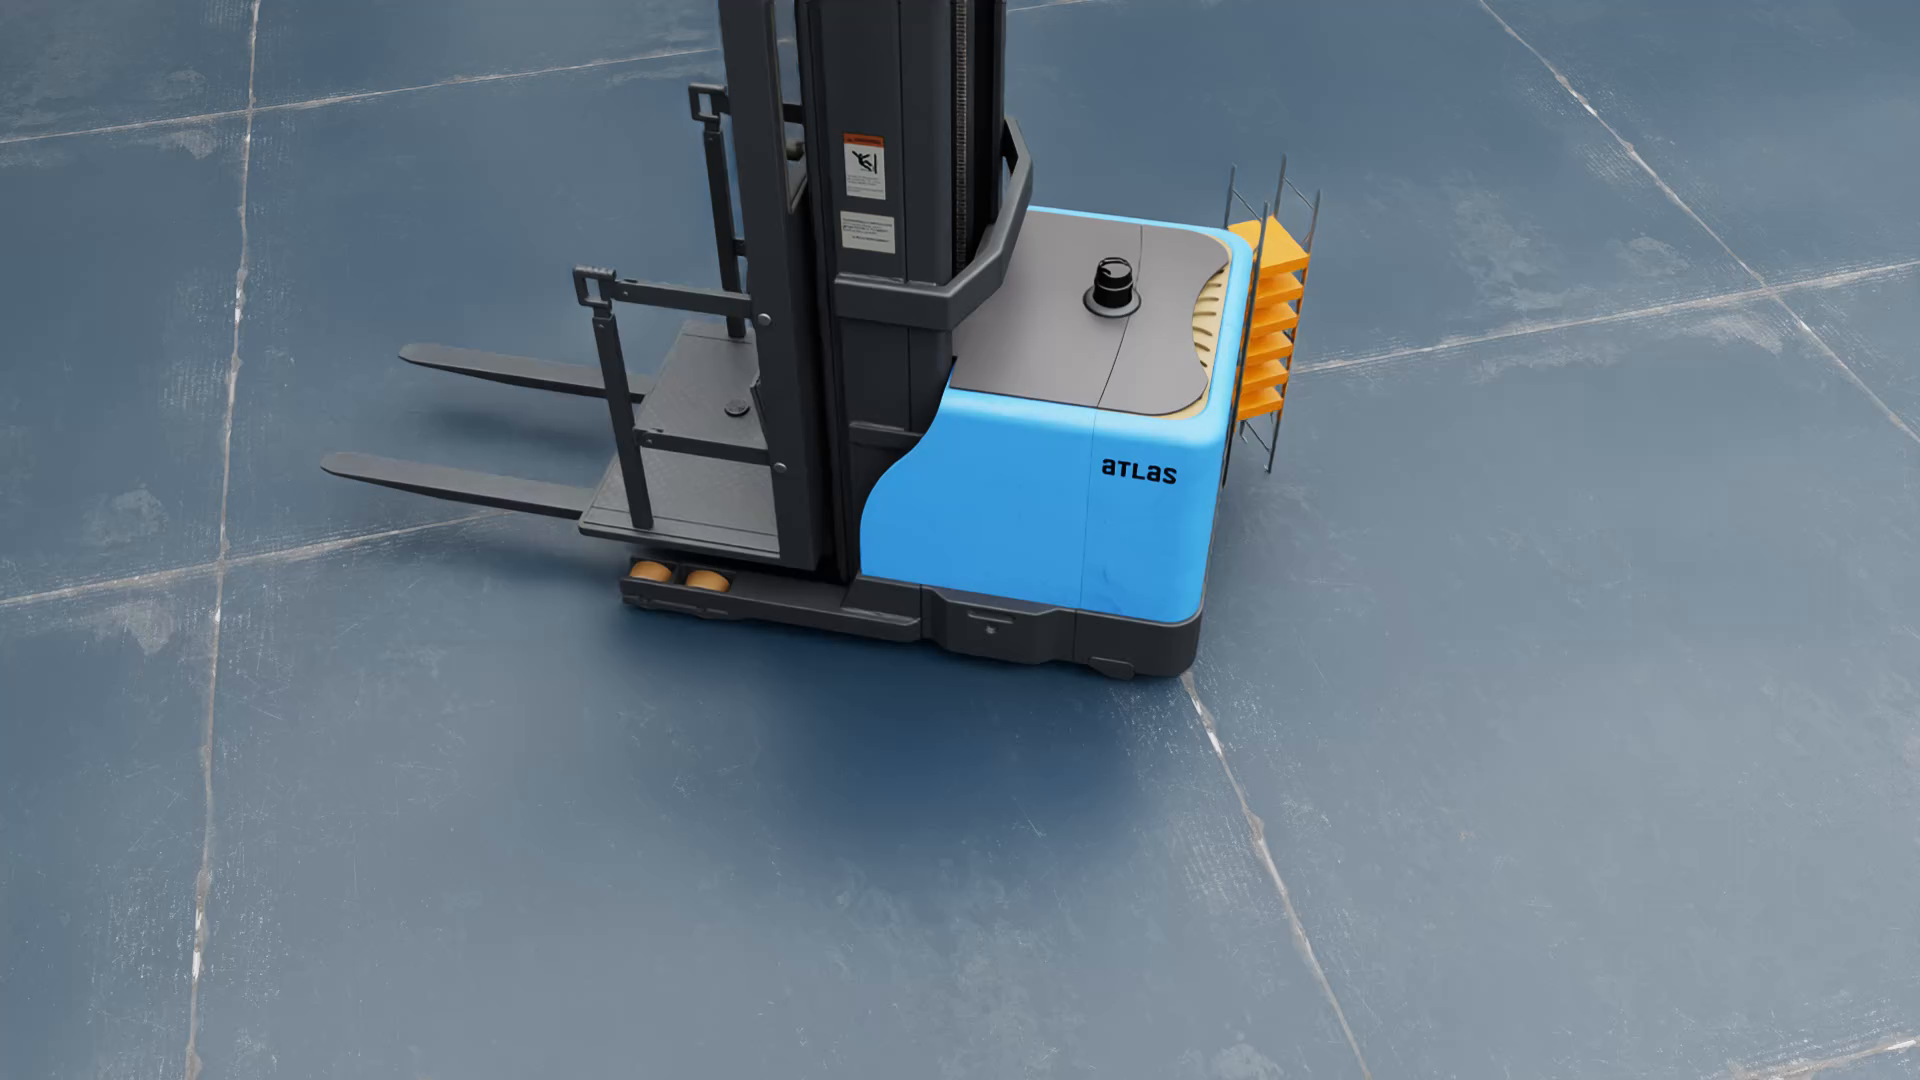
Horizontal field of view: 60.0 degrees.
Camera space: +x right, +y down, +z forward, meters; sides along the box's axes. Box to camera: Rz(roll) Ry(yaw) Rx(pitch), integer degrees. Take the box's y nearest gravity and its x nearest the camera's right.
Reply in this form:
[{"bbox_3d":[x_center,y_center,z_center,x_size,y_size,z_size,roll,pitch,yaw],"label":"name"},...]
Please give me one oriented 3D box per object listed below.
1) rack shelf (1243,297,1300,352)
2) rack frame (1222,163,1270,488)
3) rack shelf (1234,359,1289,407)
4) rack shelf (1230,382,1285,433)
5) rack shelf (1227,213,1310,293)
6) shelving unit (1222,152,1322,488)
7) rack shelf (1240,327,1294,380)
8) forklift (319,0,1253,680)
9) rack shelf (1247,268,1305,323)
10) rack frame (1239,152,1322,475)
[{"bbox_3d":[0.986,-0.762,5.550,0.180,0.103,0.258,-16,48,-15],"label":"rack shelf"},{"bbox_3d":[0.901,-0.685,5.581,0.006,1.200,0.240,-16,48,-15],"label":"rack frame"},{"bbox_3d":[0.987,-0.594,5.722,0.180,0.103,0.258,-16,48,-15],"label":"rack shelf"},{"bbox_3d":[0.987,-0.510,5.807,0.180,0.103,0.258,-16,48,-15],"label":"rack shelf"},{"bbox_3d":[0.986,-0.929,5.378,0.180,0.103,0.258,-16,48,-15],"label":"rack shelf"},{"bbox_3d":[0.986,-0.709,5.604,0.189,1.200,0.258,-16,48,-15],"label":"shelving unit"},{"bbox_3d":[0.987,-0.678,5.636,0.180,0.103,0.258,-16,48,-15],"label":"rack shelf"},{"bbox_3d":[-0.644,-1.126,4.801,3.031,2.935,1.130,9,46,9],"label":"forklift"},{"bbox_3d":[0.986,-0.845,5.464,0.180,0.103,0.258,-16,48,-15],"label":"rack shelf"},{"bbox_3d":[1.072,-0.733,5.627,0.006,1.200,0.240,-16,48,-15],"label":"rack frame"}]
